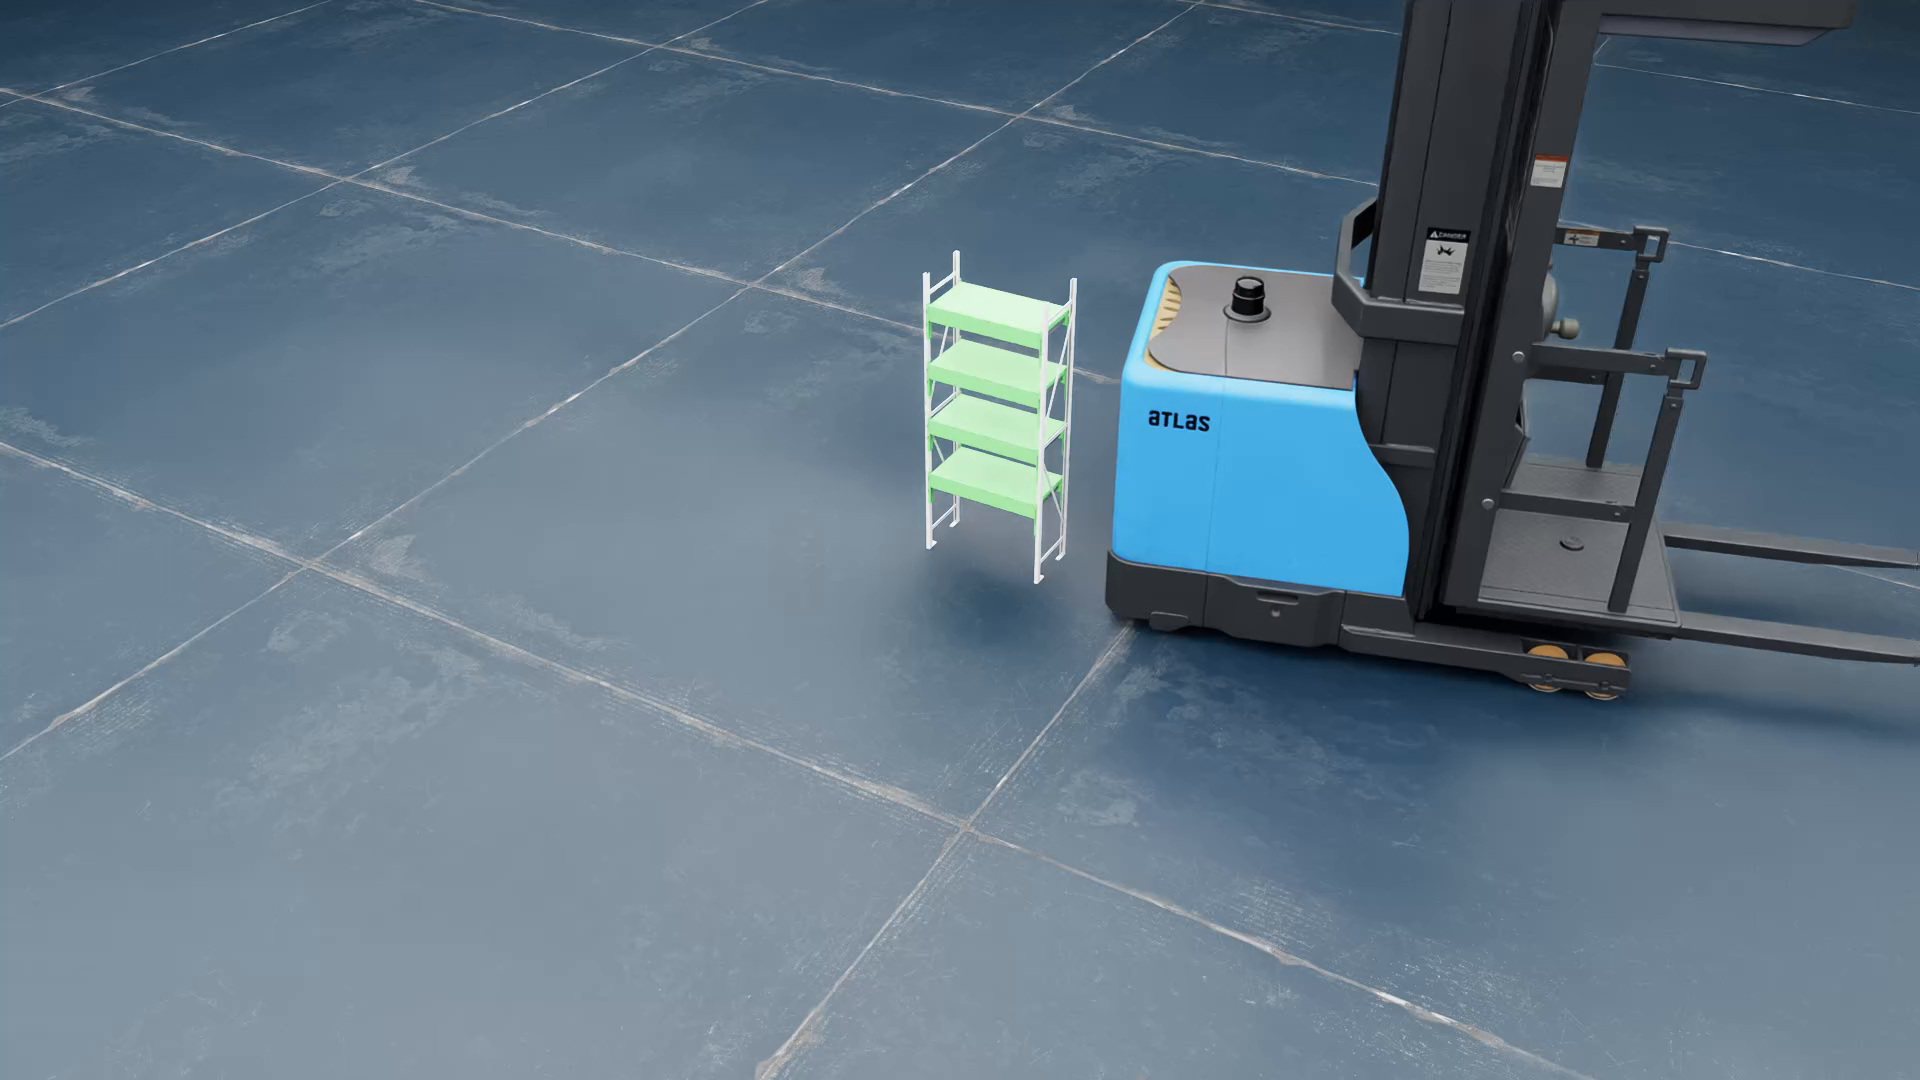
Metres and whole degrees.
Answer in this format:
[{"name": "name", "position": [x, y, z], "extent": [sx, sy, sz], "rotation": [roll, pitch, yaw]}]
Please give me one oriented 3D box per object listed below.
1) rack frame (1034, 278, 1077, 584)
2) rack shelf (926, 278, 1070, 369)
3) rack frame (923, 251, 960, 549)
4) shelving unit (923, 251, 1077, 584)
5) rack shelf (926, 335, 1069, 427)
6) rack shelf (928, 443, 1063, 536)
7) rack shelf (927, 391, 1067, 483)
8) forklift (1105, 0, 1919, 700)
[{"name": "rack frame", "position": [0.356, -0.387, 6.248], "extent": [0.015, 1.200, 0.240], "rotation": [18, 37, 24]}, {"name": "rack shelf", "position": [0.144, -0.800, 6.118], "extent": [0.480, 0.148, 0.258], "rotation": [18, 37, 24]}, {"name": "rack frame", "position": [-0.068, -0.521, 6.450], "extent": [0.015, 1.200, 0.240], "rotation": [18, 37, 24]}, {"name": "shelving unit", "position": [0.144, -0.454, 6.349], "extent": [0.503, 1.200, 0.258], "rotation": [18, 37, 24]}, {"name": "rack shelf", "position": [0.144, -0.600, 6.251], "extent": [0.480, 0.148, 0.258], "rotation": [18, 37, 24]}, {"name": "rack shelf", "position": [0.144, -0.201, 6.518], "extent": [0.480, 0.148, 0.258], "rotation": [18, 37, 24]}, {"name": "rack shelf", "position": [0.144, -0.401, 6.384], "extent": [0.480, 0.148, 0.258], "rotation": [18, 37, 24]}, {"name": "forklift", "position": [2.120, -0.978, 5.575], "extent": [3.031, 2.935, 1.130], "rotation": [7, 34, 11]}]
